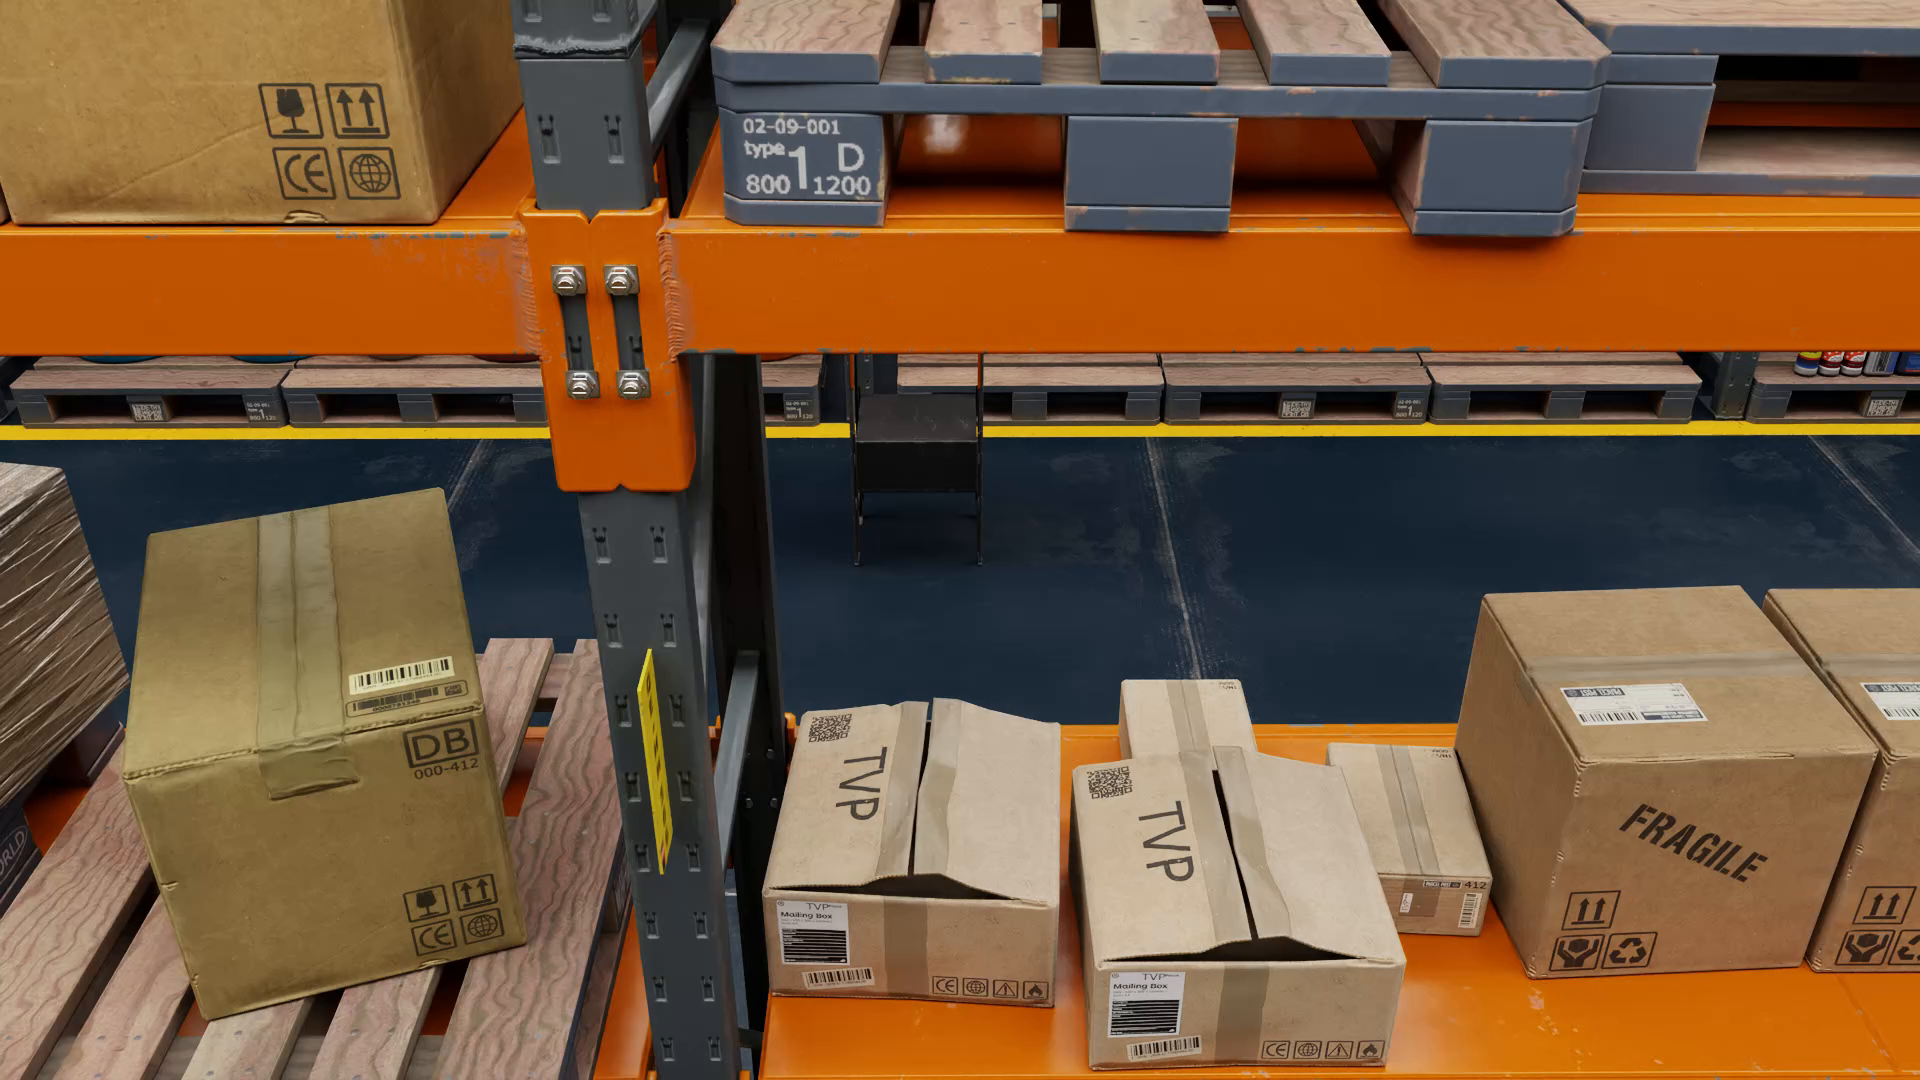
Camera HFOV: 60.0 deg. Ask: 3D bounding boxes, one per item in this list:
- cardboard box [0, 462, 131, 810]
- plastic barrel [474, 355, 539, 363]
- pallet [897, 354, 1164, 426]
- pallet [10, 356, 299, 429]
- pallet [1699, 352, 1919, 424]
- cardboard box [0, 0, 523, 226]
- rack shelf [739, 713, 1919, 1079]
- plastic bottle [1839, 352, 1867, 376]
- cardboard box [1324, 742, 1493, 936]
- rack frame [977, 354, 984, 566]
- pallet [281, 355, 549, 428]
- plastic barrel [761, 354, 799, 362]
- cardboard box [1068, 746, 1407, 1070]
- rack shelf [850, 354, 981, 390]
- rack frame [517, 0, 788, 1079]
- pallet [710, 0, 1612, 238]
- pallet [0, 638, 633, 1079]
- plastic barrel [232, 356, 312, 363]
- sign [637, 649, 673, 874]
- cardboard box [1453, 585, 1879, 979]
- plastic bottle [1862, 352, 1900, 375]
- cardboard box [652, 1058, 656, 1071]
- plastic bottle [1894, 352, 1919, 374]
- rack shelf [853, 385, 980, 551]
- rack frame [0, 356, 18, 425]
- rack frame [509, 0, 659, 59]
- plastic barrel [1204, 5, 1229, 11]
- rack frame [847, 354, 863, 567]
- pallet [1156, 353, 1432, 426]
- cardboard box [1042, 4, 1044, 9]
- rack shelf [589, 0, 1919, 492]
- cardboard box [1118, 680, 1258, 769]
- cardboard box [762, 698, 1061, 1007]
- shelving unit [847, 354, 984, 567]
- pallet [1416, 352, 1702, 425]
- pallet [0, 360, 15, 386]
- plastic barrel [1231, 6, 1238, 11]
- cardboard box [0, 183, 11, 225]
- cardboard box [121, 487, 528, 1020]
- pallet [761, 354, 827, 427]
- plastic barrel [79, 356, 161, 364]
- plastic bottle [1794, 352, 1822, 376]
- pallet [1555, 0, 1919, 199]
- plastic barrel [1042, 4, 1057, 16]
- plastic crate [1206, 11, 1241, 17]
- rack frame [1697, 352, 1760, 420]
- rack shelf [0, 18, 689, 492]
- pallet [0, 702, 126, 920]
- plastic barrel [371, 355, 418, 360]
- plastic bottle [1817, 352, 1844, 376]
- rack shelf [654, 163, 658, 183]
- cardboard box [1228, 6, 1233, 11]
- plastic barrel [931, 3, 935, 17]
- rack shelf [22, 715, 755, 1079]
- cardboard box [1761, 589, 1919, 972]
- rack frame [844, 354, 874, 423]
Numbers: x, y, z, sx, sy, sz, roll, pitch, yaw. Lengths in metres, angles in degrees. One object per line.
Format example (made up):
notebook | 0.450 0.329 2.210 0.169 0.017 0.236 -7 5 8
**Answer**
cardboard box | -1.979 0.231 2.976 0.500 0.500 0.700 6 32 9
plastic barrel | -2.079 -1.215 7.780 0.708 0.588 0.600 0 31 0
pallet | 0.315 -0.870 7.981 1.213 0.211 1.003 0 31 0
pallet | -3.688 -0.856 7.957 1.213 0.211 1.003 0 31 0
pallet | 4.212 -0.881 7.998 1.213 0.211 1.003 0 31 0
cardboard box | -0.870 -0.817 2.217 0.500 0.500 0.910 0 31 0
rack shelf | 1.566 0.791 3.249 4.000 0.370 1.077 0 31 0
plastic bottle | 4.064 -0.858 7.547 0.097 0.201 0.097 0 31 0
cardboard box | 0.841 0.564 3.171 0.250 0.149 0.380 2 31 3
rack frame | 0.078 -0.898 6.206 0.015 2.100 0.400 0 31 0
pallet | -2.465 -0.861 7.966 1.213 0.211 1.003 0 31 0
plastic barrel | -0.949 -1.321 7.723 0.708 0.830 0.600 0 31 0
cardboard box | 0.461 0.625 2.914 0.500 0.311 0.500 -1 31 -1
rack shelf | -0.166 -0.886 6.212 0.480 0.518 0.431 0 31 0
rack frame | -0.434 0.489 3.052 0.127 3.000 1.000 0 31 0
pallet | 0.244 -0.761 2.402 1.003 0.211 1.213 1 31 2
pallet | -1.111 0.610 3.038 1.003 0.211 1.213 0 31 0
plastic barrel | -3.208 -1.345 7.693 0.708 0.901 0.600 0 31 0
sign | -0.421 0.310 2.308 0.005 0.325 0.100 0 31 0
cardboard box | 1.244 0.433 3.048 0.500 0.500 0.500 -2 31 -3
plastic bottle | 4.184 -0.905 7.551 0.135 0.276 0.152 1 31 2
cardboard box | -0.891 1.223 3.828 0.500 0.500 0.500 1 31 2
plastic bottle | 4.349 -0.935 7.529 0.185 0.351 0.144 1 31 1
rack shelf | -0.166 -0.287 6.575 0.480 0.518 0.431 0 31 0
rack frame | -4.460 -2.067 7.266 0.127 3.000 1.000 0 31 0
rack frame | -0.434 -2.075 1.495 0.127 3.000 1.000 0 31 0
plastic barrel | 0.988 -2.243 7.447 0.421 0.512 0.421 0 31 0
rack frame | -0.410 -0.896 6.203 0.015 2.100 0.400 0 31 0
pallet | 1.532 -0.872 7.984 1.213 0.211 1.003 0 31 0
cardboard box | 0.734 -3.789 12.089 0.500 0.500 0.700 -3 31 -4
rack shelf | 1.566 -0.492 2.470 4.000 0.370 1.077 0 31 0
cardboard box | 0.464 0.451 3.358 0.250 0.149 0.380 0 31 0
cardboard box | -0.070 0.549 3.039 0.500 0.311 0.500 2 31 3
shelving unit | -0.166 -0.897 6.204 0.503 2.100 0.431 0 31 0
pallet | 2.755 -0.878 7.993 1.213 0.211 1.003 0 31 0
pallet | -5.195 -0.853 7.952 1.213 0.211 1.003 0 31 0
plastic barrel | 1.415 -2.258 7.448 0.433 0.535 0.433 0 31 0
cardboard box | -1.380 -0.815 2.214 0.500 0.500 0.910 0 31 0
cardboard box | -1.063 0.328 2.817 0.500 0.500 0.700 -11 33 -17
pallet | -1.248 -0.864 7.970 1.213 0.211 1.003 0 31 0
plastic barrel | -3.916 -1.343 7.689 0.708 0.901 0.600 0 31 0
plastic bottle | 3.861 -0.888 7.527 0.097 0.271 0.097 0 31 0
pallet | 1.362 -0.766 2.411 1.213 0.211 1.003 1 31 2
plastic barrel | 0.567 -2.242 7.445 0.421 0.512 0.421 0 31 0
plastic crate | 1.158 -1.954 7.017 0.583 0.464 0.402 0 31 0
rack frame | 3.540 -2.092 7.307 0.127 3.000 1.000 0 31 0
rack shelf | -2.434 -0.479 2.450 4.000 0.370 1.077 0 31 0
pallet | -2.379 0.580 3.087 1.213 0.211 1.003 0 31 0
plastic barrel | -2.643 -1.134 7.721 0.421 0.512 0.421 0 31 0
plastic bottle | 3.963 -0.858 7.546 0.097 0.201 0.097 0 31 0
rack shelf | -2.460 -1.766 7.463 4.000 0.370 1.077 0 31 0
cardboard box | 1.859 -3.797 12.101 0.500 0.500 0.700 -3 31 -5
plastic barrel | 0.002 -2.297 7.513 0.708 0.536 0.600 0 31 0
rack shelf | -2.434 0.803 3.228 4.000 0.370 1.077 0 31 0
cardboard box | 1.770 0.431 3.051 0.500 0.500 0.500 0 31 0
rack frame | -0.460 -2.080 7.286 0.127 3.000 1.000 0 31 0
